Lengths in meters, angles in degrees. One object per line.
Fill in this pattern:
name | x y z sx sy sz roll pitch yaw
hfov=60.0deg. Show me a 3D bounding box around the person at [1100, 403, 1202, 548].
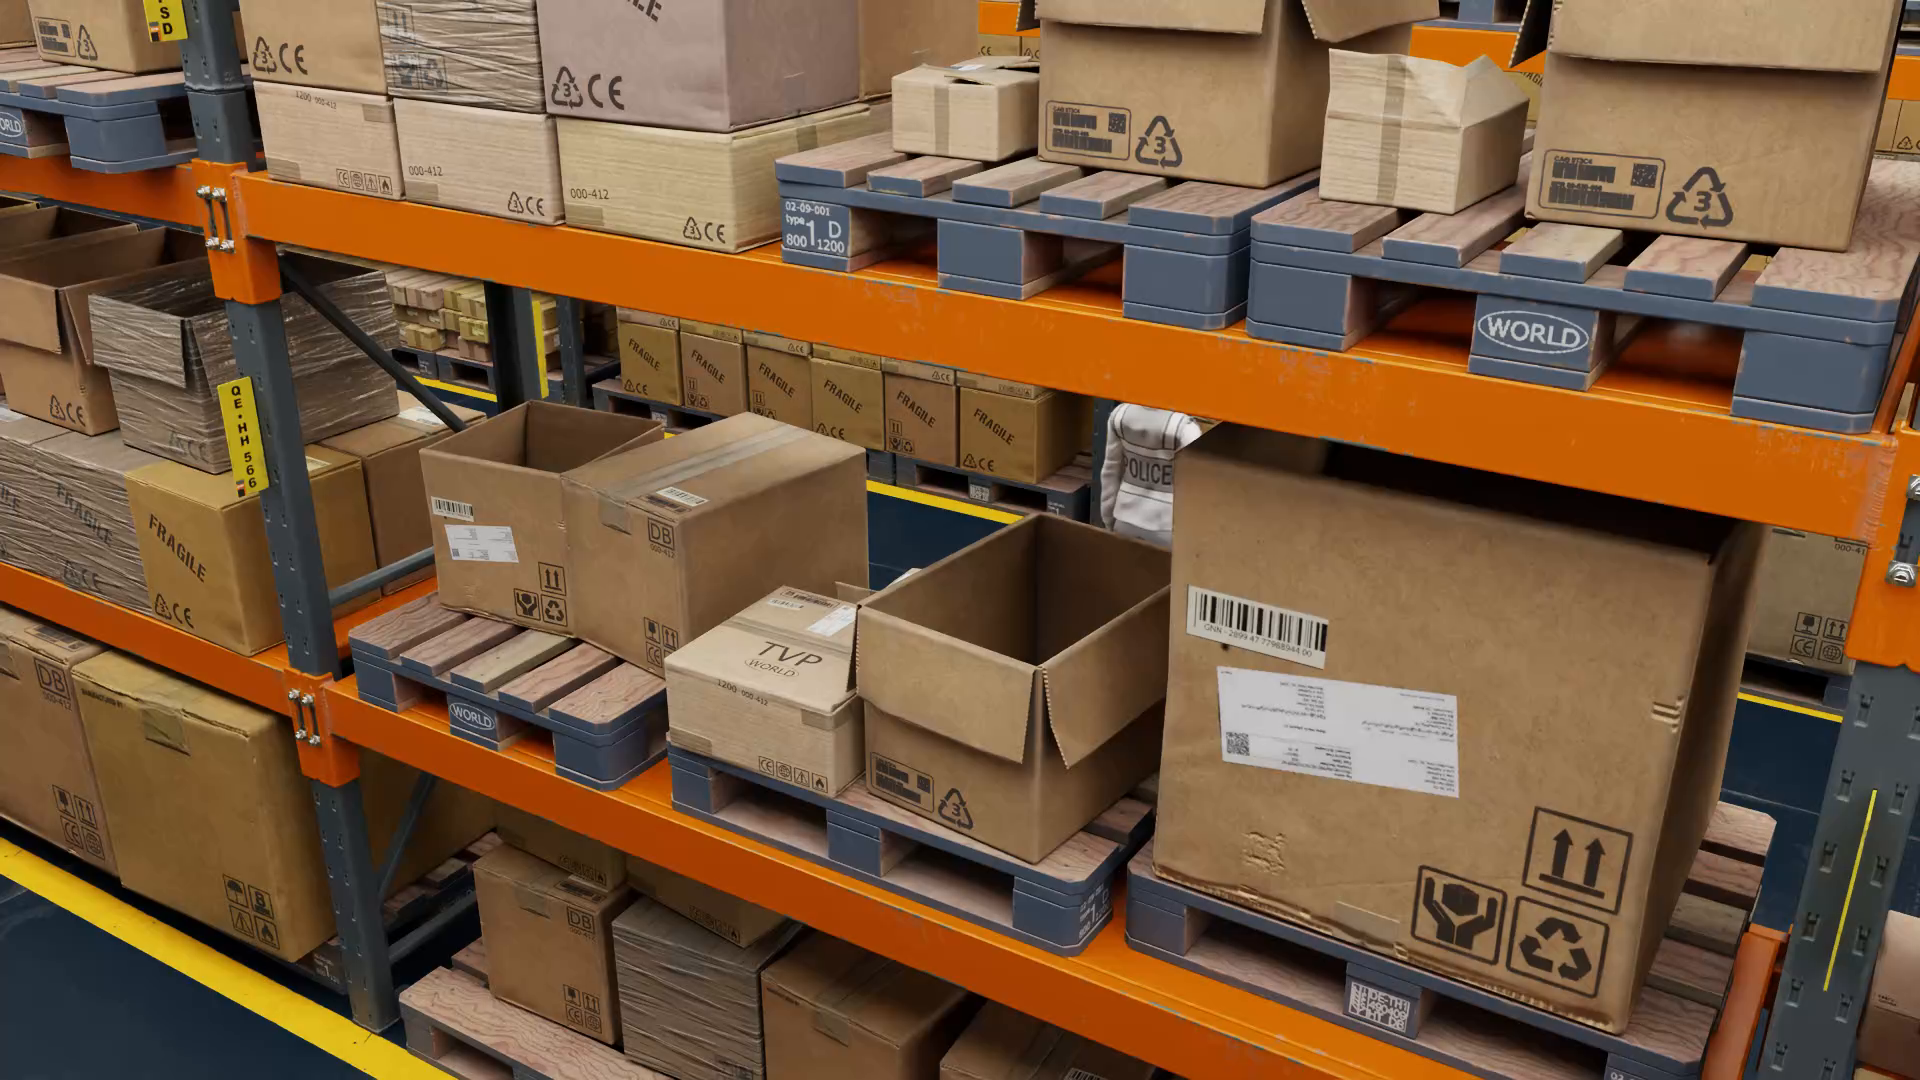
person | 0.867 -0.059 7.200 0.495 1.687 0.550 17 29 34
